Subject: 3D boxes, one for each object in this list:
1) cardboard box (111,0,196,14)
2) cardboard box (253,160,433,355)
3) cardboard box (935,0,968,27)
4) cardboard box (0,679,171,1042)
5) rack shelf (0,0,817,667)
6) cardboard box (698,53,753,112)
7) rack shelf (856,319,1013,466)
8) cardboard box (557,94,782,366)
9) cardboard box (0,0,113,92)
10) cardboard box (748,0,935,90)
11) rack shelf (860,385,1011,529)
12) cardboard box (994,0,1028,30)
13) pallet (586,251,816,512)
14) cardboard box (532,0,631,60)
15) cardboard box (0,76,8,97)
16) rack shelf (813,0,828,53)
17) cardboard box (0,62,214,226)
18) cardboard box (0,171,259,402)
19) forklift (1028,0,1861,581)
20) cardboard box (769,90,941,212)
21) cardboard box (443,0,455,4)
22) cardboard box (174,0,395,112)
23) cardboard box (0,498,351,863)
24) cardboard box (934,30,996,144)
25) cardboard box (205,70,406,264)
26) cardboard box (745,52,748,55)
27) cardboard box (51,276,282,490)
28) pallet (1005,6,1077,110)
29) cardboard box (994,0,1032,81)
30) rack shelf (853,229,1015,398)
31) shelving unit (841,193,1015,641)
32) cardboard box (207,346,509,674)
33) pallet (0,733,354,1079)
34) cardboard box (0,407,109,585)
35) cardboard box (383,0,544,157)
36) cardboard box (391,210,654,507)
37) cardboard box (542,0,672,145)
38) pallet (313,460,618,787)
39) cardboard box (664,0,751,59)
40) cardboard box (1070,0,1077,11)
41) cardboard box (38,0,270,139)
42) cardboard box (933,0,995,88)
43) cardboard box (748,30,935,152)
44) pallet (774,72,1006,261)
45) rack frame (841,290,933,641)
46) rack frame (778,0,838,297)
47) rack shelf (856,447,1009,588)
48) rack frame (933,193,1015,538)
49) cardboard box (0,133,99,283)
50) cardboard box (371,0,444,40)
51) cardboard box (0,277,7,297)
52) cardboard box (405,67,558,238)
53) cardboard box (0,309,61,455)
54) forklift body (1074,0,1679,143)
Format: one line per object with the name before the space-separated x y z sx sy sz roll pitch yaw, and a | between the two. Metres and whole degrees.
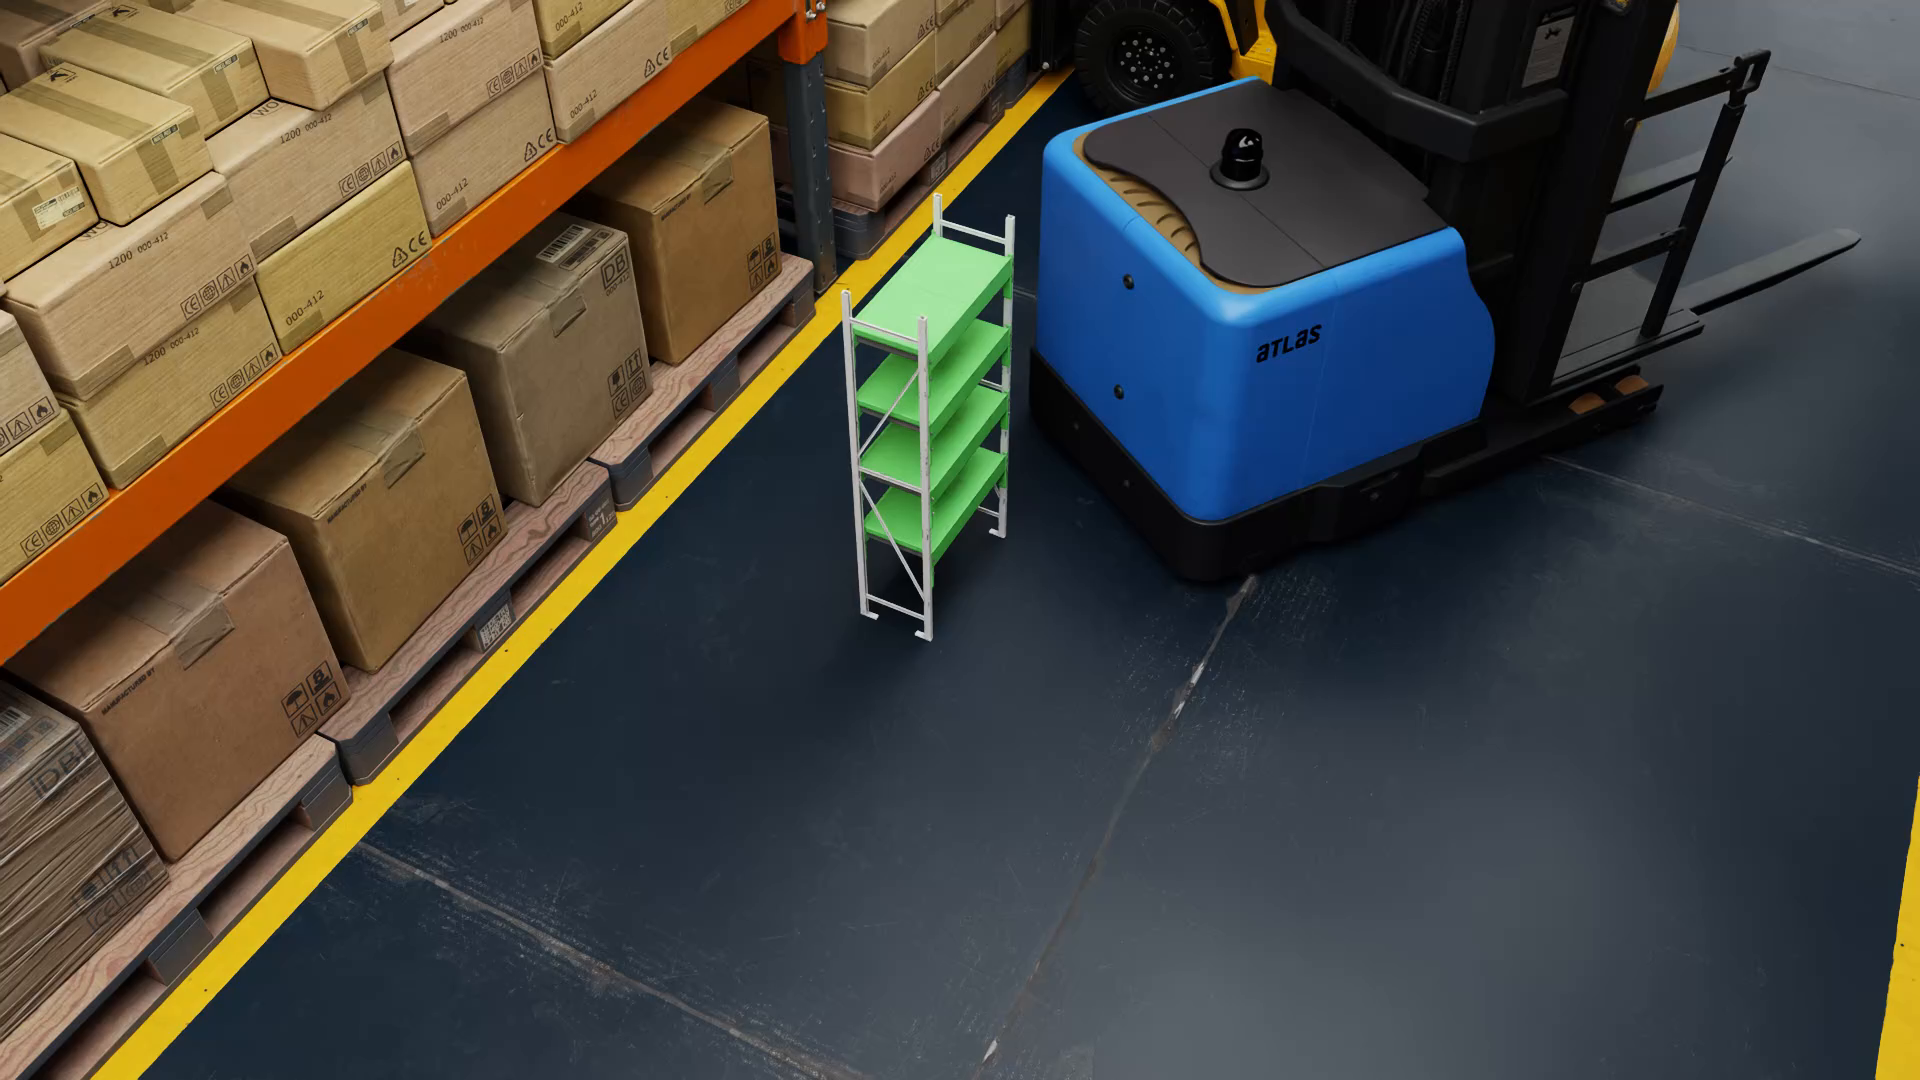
cardboard box | -2.029 -1.324 3.923 0.380 0.149 0.250 21 49 19
cardboard box | -1.648 -0.751 3.989 0.500 0.250 0.500 22 49 20
cardboard box | -0.178 -2.209 6.259 0.500 0.250 0.500 21 49 19
cardboard box | -2.482 0.662 3.861 0.875 0.625 0.625 22 49 20
rack shelf | -1.856 -0.644 4.283 1.077 0.370 4.000 20 49 19
cardboard box | -0.883 -1.888 6.293 0.500 0.250 0.500 19 48 18
rack shelf | -0.077 -0.441 4.595 0.258 0.148 0.480 20 49 19
cardboard box | -1.159 -1.137 5.639 0.875 0.625 0.625 23 50 21
cardboard box | -2.117 -1.145 3.746 0.380 0.149 0.250 22 49 20
cardboard box | -0.425 -1.890 5.944 0.500 0.250 0.500 20 49 18
rack shelf | -0.077 -0.273 4.766 0.258 0.148 0.480 20 49 19
cardboard box | 0.046 -2.347 6.747 0.500 0.250 0.500 20 49 19
pallet | -1.235 -0.699 5.793 1.003 0.211 1.213 20 49 19
cardboard box | -1.161 -1.559 4.436 0.500 0.250 0.500 19 48 18
cardboard box | -2.331 -1.018 3.620 0.380 0.149 0.250 20 49 18
rack shelf | 0.001 -3.164 6.773 1.077 0.370 4.000 20 49 19
cardboard box | -1.785 -0.820 3.425 0.380 0.149 0.250 21 49 20
cardboard box | -1.869 -0.597 3.485 0.500 0.250 0.500 19 48 18
forklift | 1.776 -1.668 4.838 3.031 2.935 1.130 -21 49 -19
cardboard box | -0.409 -1.533 6.294 0.500 0.250 0.500 21 49 19
cardboard box | -1.335 -1.472 4.069 0.380 0.149 0.250 19 48 18
cardboard box | -1.510 -1.124 3.725 0.380 0.149 0.250 19 48 18
cardboard box | -2.186 0.248 4.270 0.875 0.625 0.625 22 49 20
cardboard box | -0.187 -1.858 6.615 0.500 0.250 0.500 19 48 18
cardboard box | -1.654 -0.927 3.812 0.500 0.250 0.500 21 49 20
cardboard box | -0.870 -2.063 6.115 0.500 0.250 0.500 21 49 20
cardboard box | -1.891 -0.425 3.666 0.500 0.250 0.500 19 48 18
pallet | 0.044 -2.435 7.508 1.003 0.211 1.213 20 49 19
cardboard box | 0.037 -2.187 6.940 0.500 0.250 0.500 21 49 20
rack shelf | -0.077 -0.610 4.424 0.258 0.148 0.480 20 49 19
shelving unit | -0.077 -0.317 4.720 0.258 1.200 0.503 20 49 19
cardboard box | -1.874 -0.176 4.690 0.875 0.625 0.625 19 48 17
pallet | -2.367 0.838 4.273 1.003 0.211 1.213 20 49 19
cardboard box | -2.124 -0.098 3.343 0.500 0.250 0.500 19 48 18
cardboard box | -1.403 -1.239 4.120 0.500 0.250 0.500 21 49 20
cardboard box | -1.526 -0.651 5.158 0.875 0.625 0.625 20 49 19
cardboard box | -1.158 -1.381 4.612 0.500 0.250 0.500 20 49 19
pallet | -1.800 0.072 5.030 1.003 0.211 1.213 20 49 19
cardboard box | -0.929 -1.700 4.927 0.500 0.250 0.500 22 49 20
cardboard box | 0.291 -2.500 7.250 0.500 0.250 0.500 22 49 20
cardboard box | -1.750 -1.016 3.618 0.380 0.149 0.250 20 49 19
cardboard box | -0.197 -2.034 6.438 0.500 0.250 0.500 20 49 19
cardboard box | -0.429 -1.716 6.124 0.500 0.250 0.500 20 49 19
pallet | -0.521 -1.663 6.746 1.003 0.211 1.213 20 49 19
rack frame | -0.190 -0.164 4.568 0.240 1.200 0.015 20 49 19
rack frame | -0.927 -2.156 5.272 1.000 3.000 0.127 20 49 19
rack shelf | -0.077 -0.104 4.936 0.258 0.148 0.480 20 49 19
rack frame | 0.036 -0.471 4.872 0.240 1.200 0.015 20 49 19
cardboard box | -1.955 -0.679 3.286 0.380 0.149 0.250 21 49 19
cardboard box | -1.456 -1.316 3.916 0.380 0.149 0.250 21 49 19
cardboard box | -2.046 -0.511 3.120 0.380 0.149 0.250 21 49 19
cardboard box | -1.415 -1.079 4.313 0.500 0.250 0.500 21 49 19
cardboard box | -2.128 -0.274 3.165 0.500 0.250 0.500 22 49 20
forklift body | 1.665 -2.581 6.289 2.313 2.155 1.214 20 49 19
